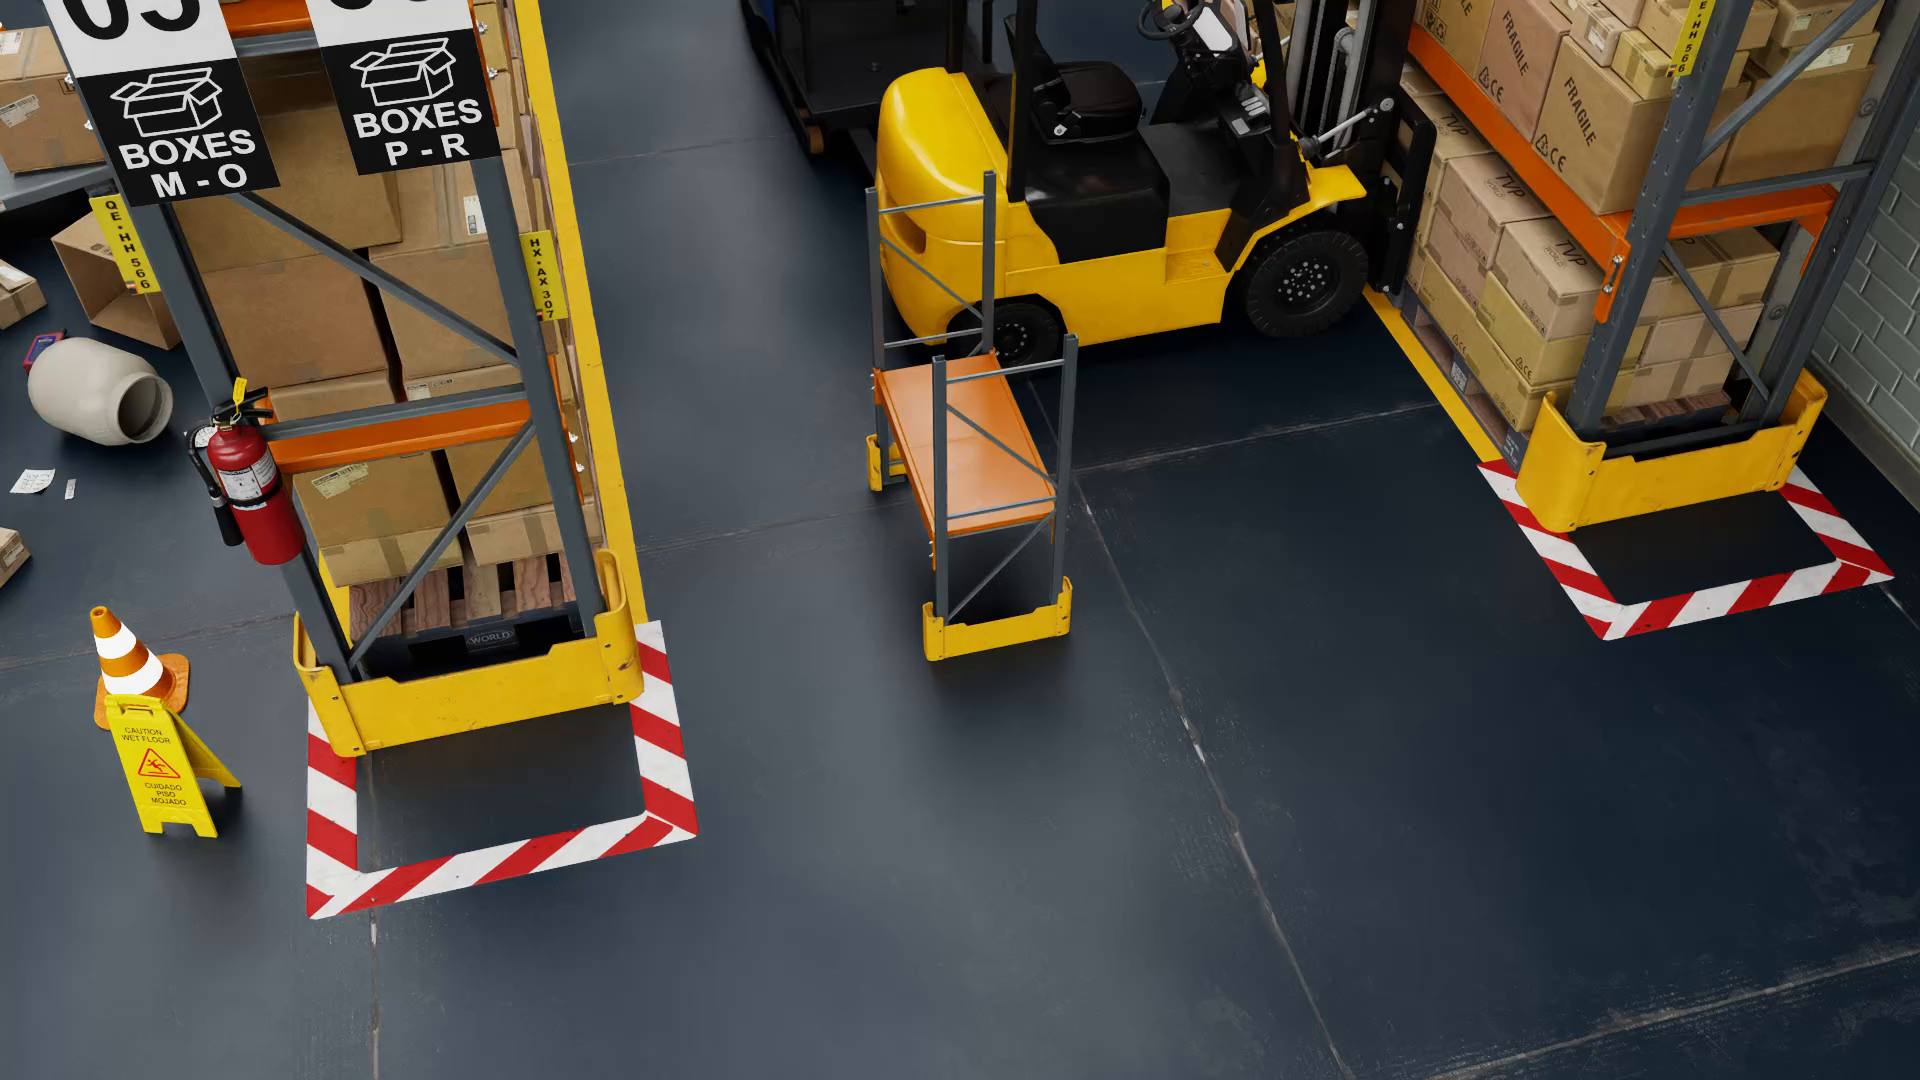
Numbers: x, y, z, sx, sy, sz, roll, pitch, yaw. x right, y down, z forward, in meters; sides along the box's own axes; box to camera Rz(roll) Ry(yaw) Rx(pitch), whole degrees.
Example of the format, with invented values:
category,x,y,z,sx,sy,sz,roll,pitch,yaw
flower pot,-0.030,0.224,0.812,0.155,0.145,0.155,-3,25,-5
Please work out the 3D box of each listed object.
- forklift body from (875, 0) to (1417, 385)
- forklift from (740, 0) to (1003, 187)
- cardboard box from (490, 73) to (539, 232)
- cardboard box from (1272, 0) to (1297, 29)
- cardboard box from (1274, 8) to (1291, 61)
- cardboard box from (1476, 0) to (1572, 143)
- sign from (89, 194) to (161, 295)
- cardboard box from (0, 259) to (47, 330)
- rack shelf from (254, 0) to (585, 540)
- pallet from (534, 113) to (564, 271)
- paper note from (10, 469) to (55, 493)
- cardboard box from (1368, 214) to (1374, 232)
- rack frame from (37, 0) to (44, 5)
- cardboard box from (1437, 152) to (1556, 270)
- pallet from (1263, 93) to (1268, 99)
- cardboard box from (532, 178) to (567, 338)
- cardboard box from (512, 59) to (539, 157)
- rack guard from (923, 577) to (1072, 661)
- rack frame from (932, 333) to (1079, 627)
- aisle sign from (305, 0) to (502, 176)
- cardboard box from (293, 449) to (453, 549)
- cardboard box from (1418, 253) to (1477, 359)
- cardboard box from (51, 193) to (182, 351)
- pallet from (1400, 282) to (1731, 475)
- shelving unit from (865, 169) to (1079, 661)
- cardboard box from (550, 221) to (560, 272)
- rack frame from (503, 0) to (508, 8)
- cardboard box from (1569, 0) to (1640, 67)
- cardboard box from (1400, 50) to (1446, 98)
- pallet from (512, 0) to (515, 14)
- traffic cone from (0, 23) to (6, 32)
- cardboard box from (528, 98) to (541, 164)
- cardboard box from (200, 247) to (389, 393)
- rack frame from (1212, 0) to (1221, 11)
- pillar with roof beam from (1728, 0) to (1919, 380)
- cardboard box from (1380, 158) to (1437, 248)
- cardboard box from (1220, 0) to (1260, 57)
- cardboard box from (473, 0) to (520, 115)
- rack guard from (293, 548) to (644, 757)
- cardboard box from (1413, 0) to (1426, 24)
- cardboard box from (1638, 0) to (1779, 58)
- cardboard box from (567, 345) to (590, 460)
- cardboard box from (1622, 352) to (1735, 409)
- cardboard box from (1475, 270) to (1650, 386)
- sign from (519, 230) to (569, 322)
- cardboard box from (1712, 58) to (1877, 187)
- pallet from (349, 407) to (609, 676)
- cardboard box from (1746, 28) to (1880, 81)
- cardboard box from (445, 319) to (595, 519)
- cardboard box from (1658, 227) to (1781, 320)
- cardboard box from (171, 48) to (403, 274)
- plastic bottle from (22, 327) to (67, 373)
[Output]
category,x,y,z,sx,sy,sz,roll,pitch,yaw
forklift body,0.750,-1.990,7.445,2.313,2.155,1.214,-11,47,-10
forklift,-0.408,-3.443,8.323,1.130,2.935,3.031,-13,47,-13
cardboard box,-1.787,-1.275,5.872,0.500,0.500,0.500,-9,46,-9
cardboard box,1.917,-2.861,8.636,0.500,0.250,0.500,-11,47,-10
cardboard box,1.931,-2.695,8.822,0.500,0.250,0.500,-11,47,-11
cardboard box,2.495,-1.998,6.788,0.500,0.500,0.500,-9,46,-9
sign,-2.340,-0.829,4.681,0.100,0.325,0.005,-11,47,-10
cardboard box,-4.689,-1.251,8.041,0.396,0.266,0.258,27,51,24
rack shelf,-2.310,-1.530,6.904,1.077,0.370,4.000,-11,47,-10
pallet,-2.616,-1.729,8.548,1.003,0.211,1.213,-11,47,-10
paper note,-4.037,-0.260,7.243,0.148,0.019,0.142,4,46,4
cardboard box,2.181,-1.809,8.305,0.500,0.250,0.500,-9,46,-9
rack frame,-1.798,-2.501,3.151,1.000,3.000,0.127,-11,47,-10
cardboard box,2.443,-1.458,7.261,0.500,0.250,0.500,-10,46,-10
pallet,2.138,-2.540,9.342,1.003,0.211,1.213,-11,47,-10
cardboard box,-2.003,-1.180,7.163,0.500,0.500,0.500,-10,46,-10
cardboard box,-2.280,-1.900,7.868,0.500,0.500,0.500,-10,46,-10
rack guard,0.147,0.309,6.523,0.587,0.250,0.087,-11,47,-10
rack frame,0.152,-0.115,6.063,0.500,1.500,0.032,-11,47,-10
aisle sign,-1.483,-1.325,4.379,0.394,0.787,0.004,-11,47,-10
cardboard box,-2.256,-0.354,6.353,0.500,0.500,0.500,-10,46,-10
cardboard box,2.455,-1.107,7.617,0.500,0.250,0.500,-11,47,-10
cardboard box,-3.863,-1.300,7.923,0.500,0.500,0.500,19,48,17
pallet,2.763,-0.856,7.691,1.003,0.211,1.213,-11,47,-10
shelving unit,0.020,-0.472,6.414,0.587,1.500,1.083,-11,47,-10
cardboard box,-2.139,-1.271,7.777,0.500,0.250,0.500,-10,46,-10
rack frame,-2.822,-3.163,8.000,1.000,3.000,0.127,-11,47,-10
cardboard box,2.545,-1.932,6.270,0.380,0.149,0.250,-10,46,-10
cardboard box,2.182,-2.156,7.944,0.500,0.250,0.500,-12,47,-11
pallet,-3.339,-3.568,10.349,1.003,0.211,1.213,-11,47,-10
traffic cone,-5.534,-2.892,9.511,0.336,0.463,0.334,-11,47,-10
cardboard box,-2.411,-1.988,8.480,0.500,0.250,0.500,-9,46,-9
cardboard box,-2.204,-0.865,5.469,0.500,0.500,0.500,-11,47,-11
rack frame,1.975,-4.073,8.892,1.000,3.000,0.127,-11,47,-10
pillar with roof beam,-0.470,-3.269,3.904,9.100,9.000,0.400,-11,47,-10
cardboard box,2.302,-1.650,7.799,0.500,0.250,0.500,-12,47,-11
cardboard box,1.779,-2.863,9.337,0.500,0.250,0.500,-10,46,-10
cardboard box,-2.057,-1.976,6.559,0.500,0.500,0.500,-12,47,-11
rack guard,-1.818,0.421,6.238,1.175,0.500,0.348,-11,47,-10
cardboard box,2.224,-2.697,7.473,0.500,0.500,0.500,-10,46,-10
cardboard box,2.704,-1.886,6.016,0.380,0.149,0.250,-11,47,-10
cardboard box,-1.861,-0.547,7.068,0.500,0.250,0.500,-9,46,-9
cardboard box,3.062,-0.871,7.385,0.500,0.250,0.500,-11,47,-10
cardboard box,2.572,-0.950,7.112,0.500,0.250,0.500,-11,47,-11
sign,-1.274,-0.803,5.082,0.100,0.325,0.005,-11,47,-10
cardboard box,3.141,-1.739,6.535,0.500,0.500,0.500,-9,46,-9
pallet,-1.992,-0.045,6.897,1.003,0.211,1.213,-11,47,-10
cardboard box,3.163,-1.855,6.194,0.380,0.149,0.250,-12,47,-11
cardboard box,-1.744,-0.472,6.469,0.500,0.500,0.500,-12,47,-12
cardboard box,3.059,-1.212,7.020,0.500,0.250,0.500,-11,47,-11
cardboard box,-2.140,-1.203,5.101,0.700,0.500,0.500,-12,47,-11
plastic bottle,-4.305,-0.900,7.840,0.133,0.061,0.283,-3,46,-3
